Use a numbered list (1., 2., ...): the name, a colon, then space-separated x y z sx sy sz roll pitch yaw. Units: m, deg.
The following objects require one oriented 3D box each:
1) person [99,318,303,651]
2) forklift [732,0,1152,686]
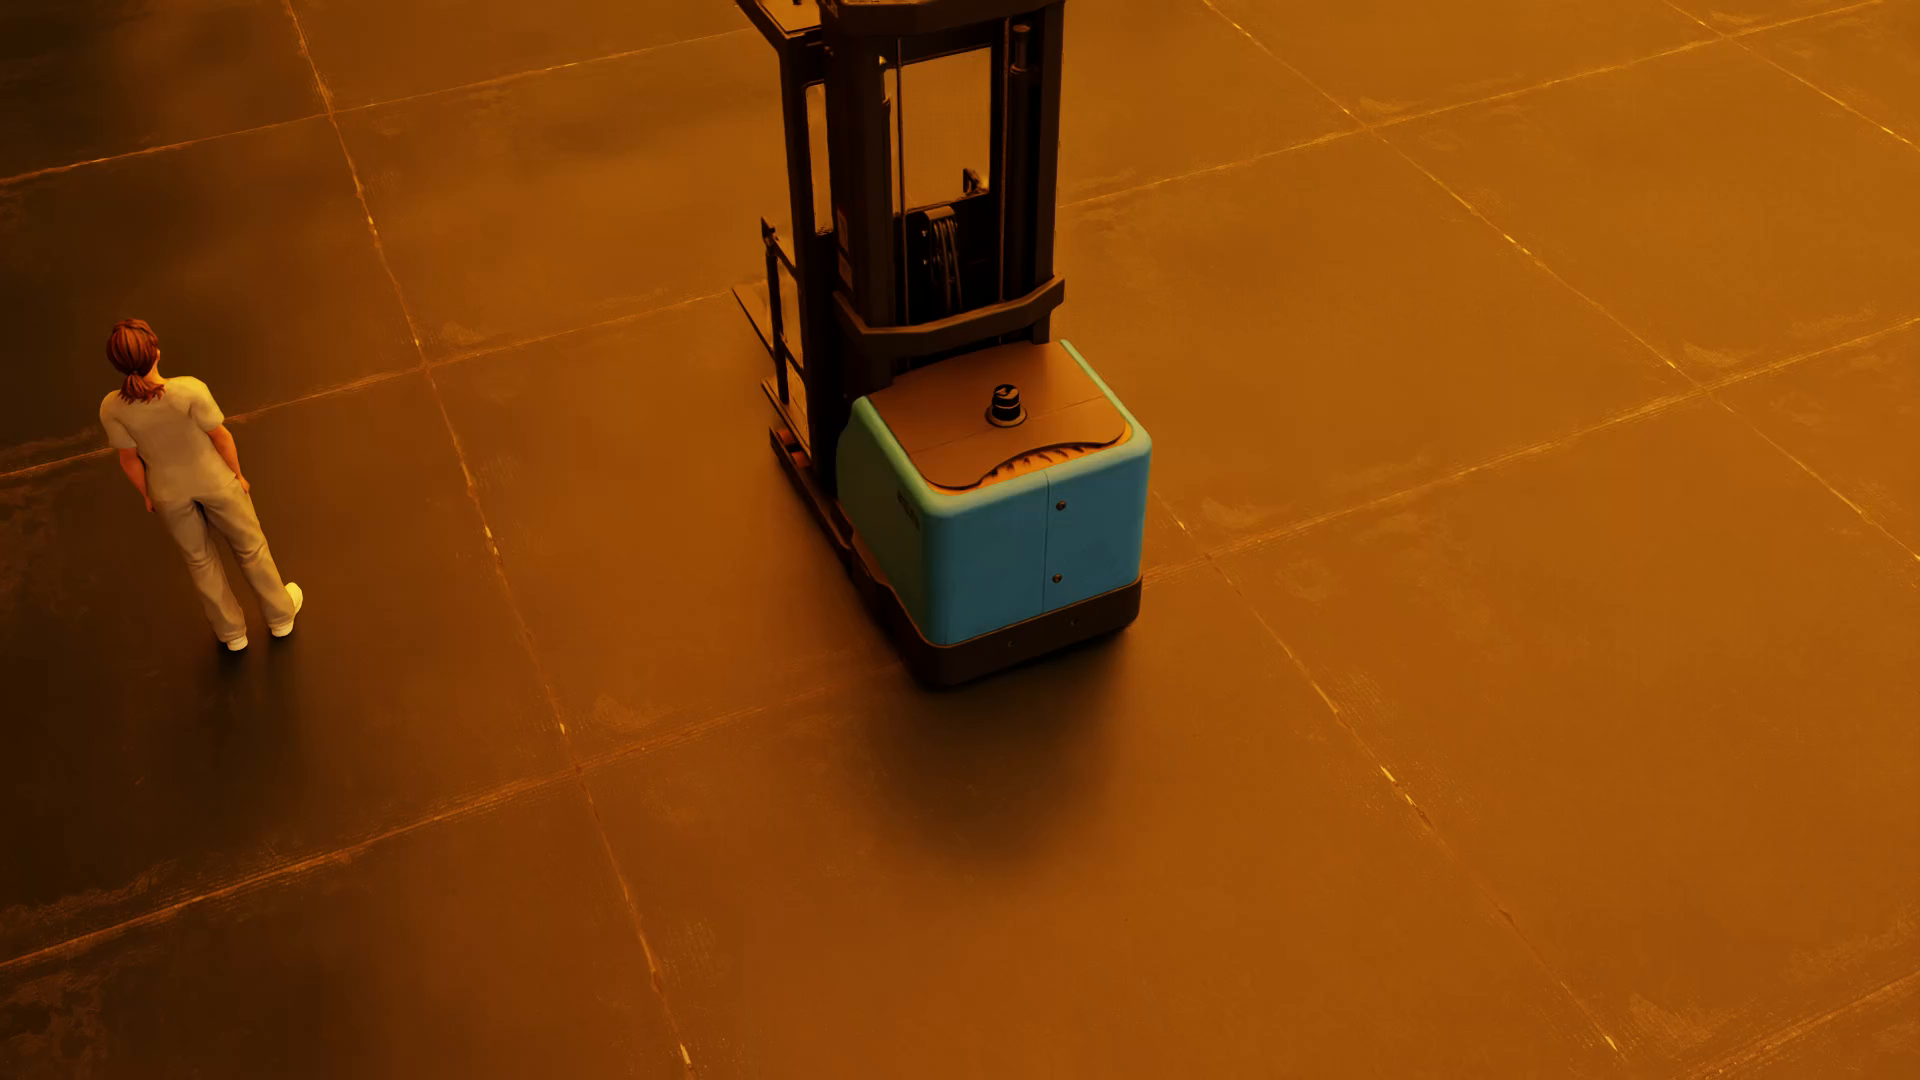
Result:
1. person: -3.145 -0.218 6.837 0.437 1.671 0.382 -14 45 -14
2. forklift: -0.287 -1.461 7.245 1.130 2.935 3.031 -18 46 -18
